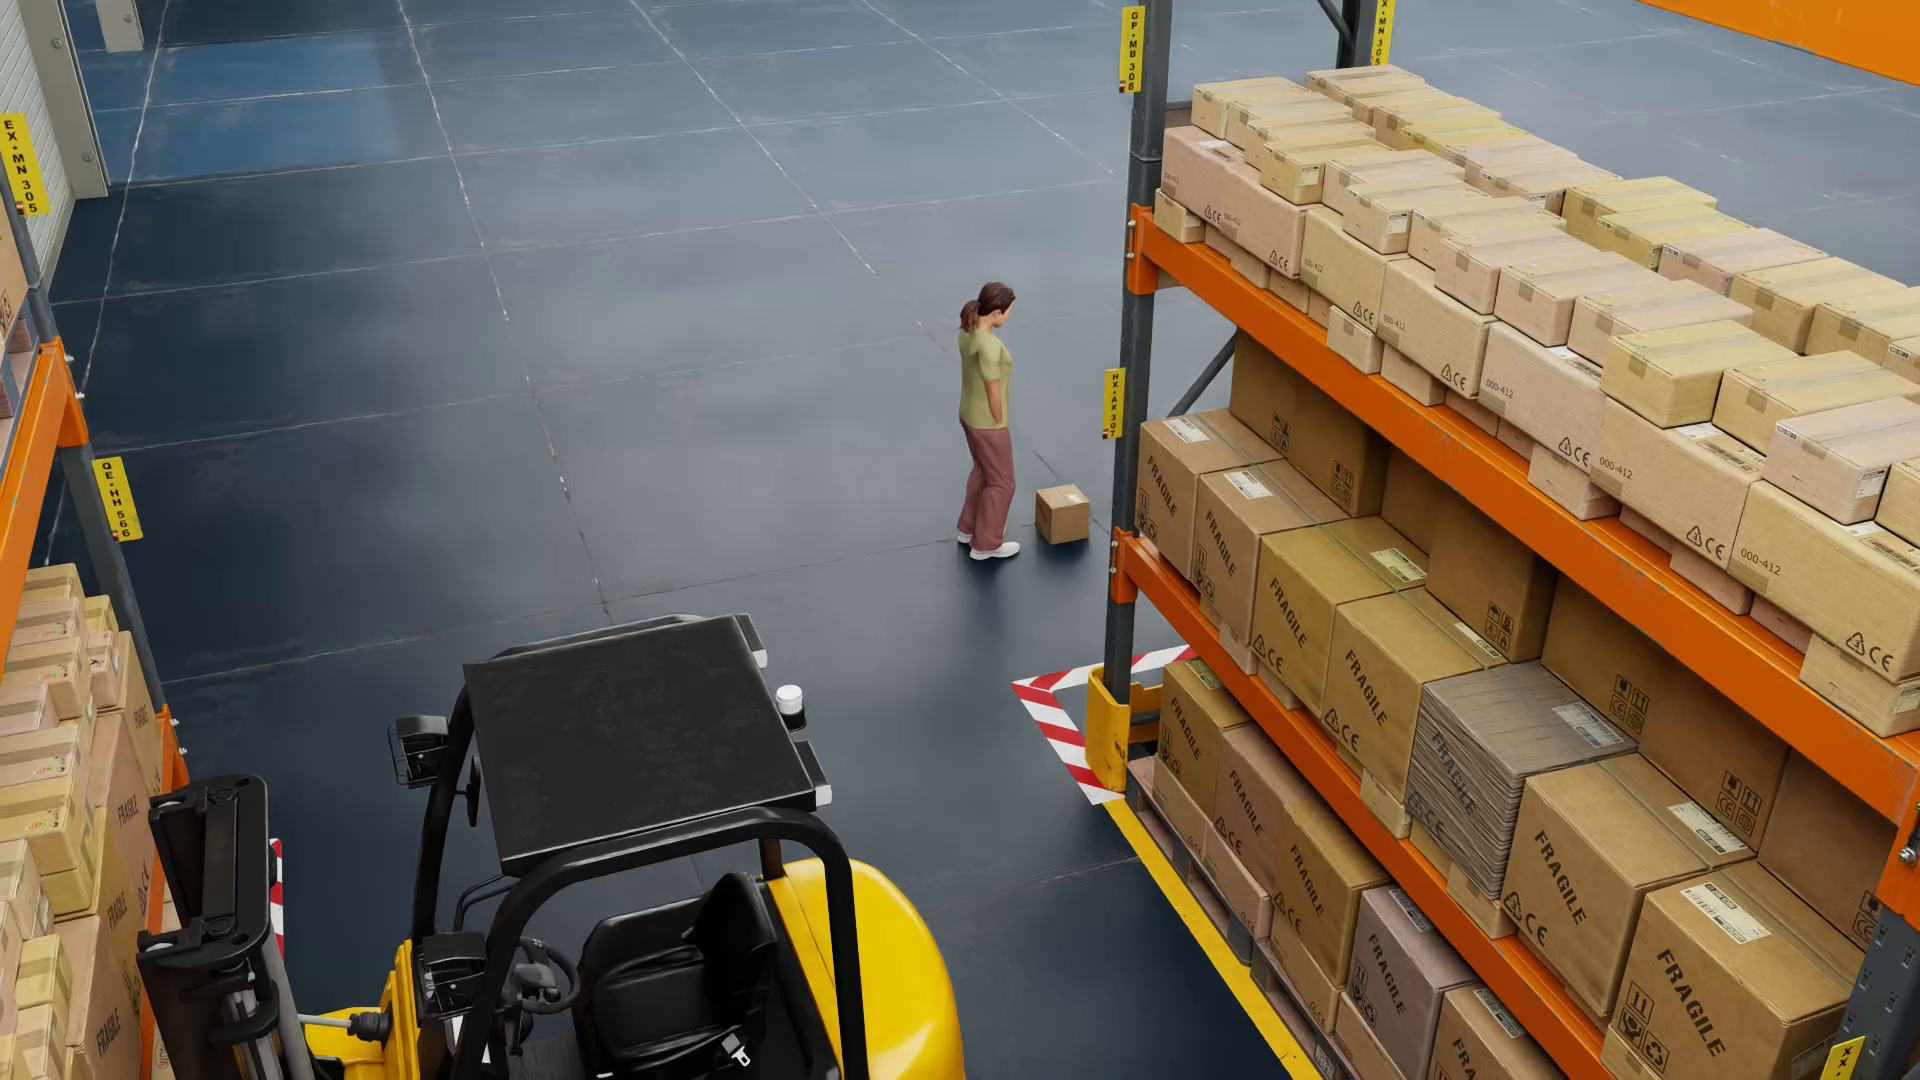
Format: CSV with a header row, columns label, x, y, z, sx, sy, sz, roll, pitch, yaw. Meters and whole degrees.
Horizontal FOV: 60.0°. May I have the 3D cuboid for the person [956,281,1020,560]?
label,x,y,z,sx,sy,sz,roll,pitch,yaw
person,0.144,-0.692,9.563,0.347,1.662,0.455,-10,31,-16
